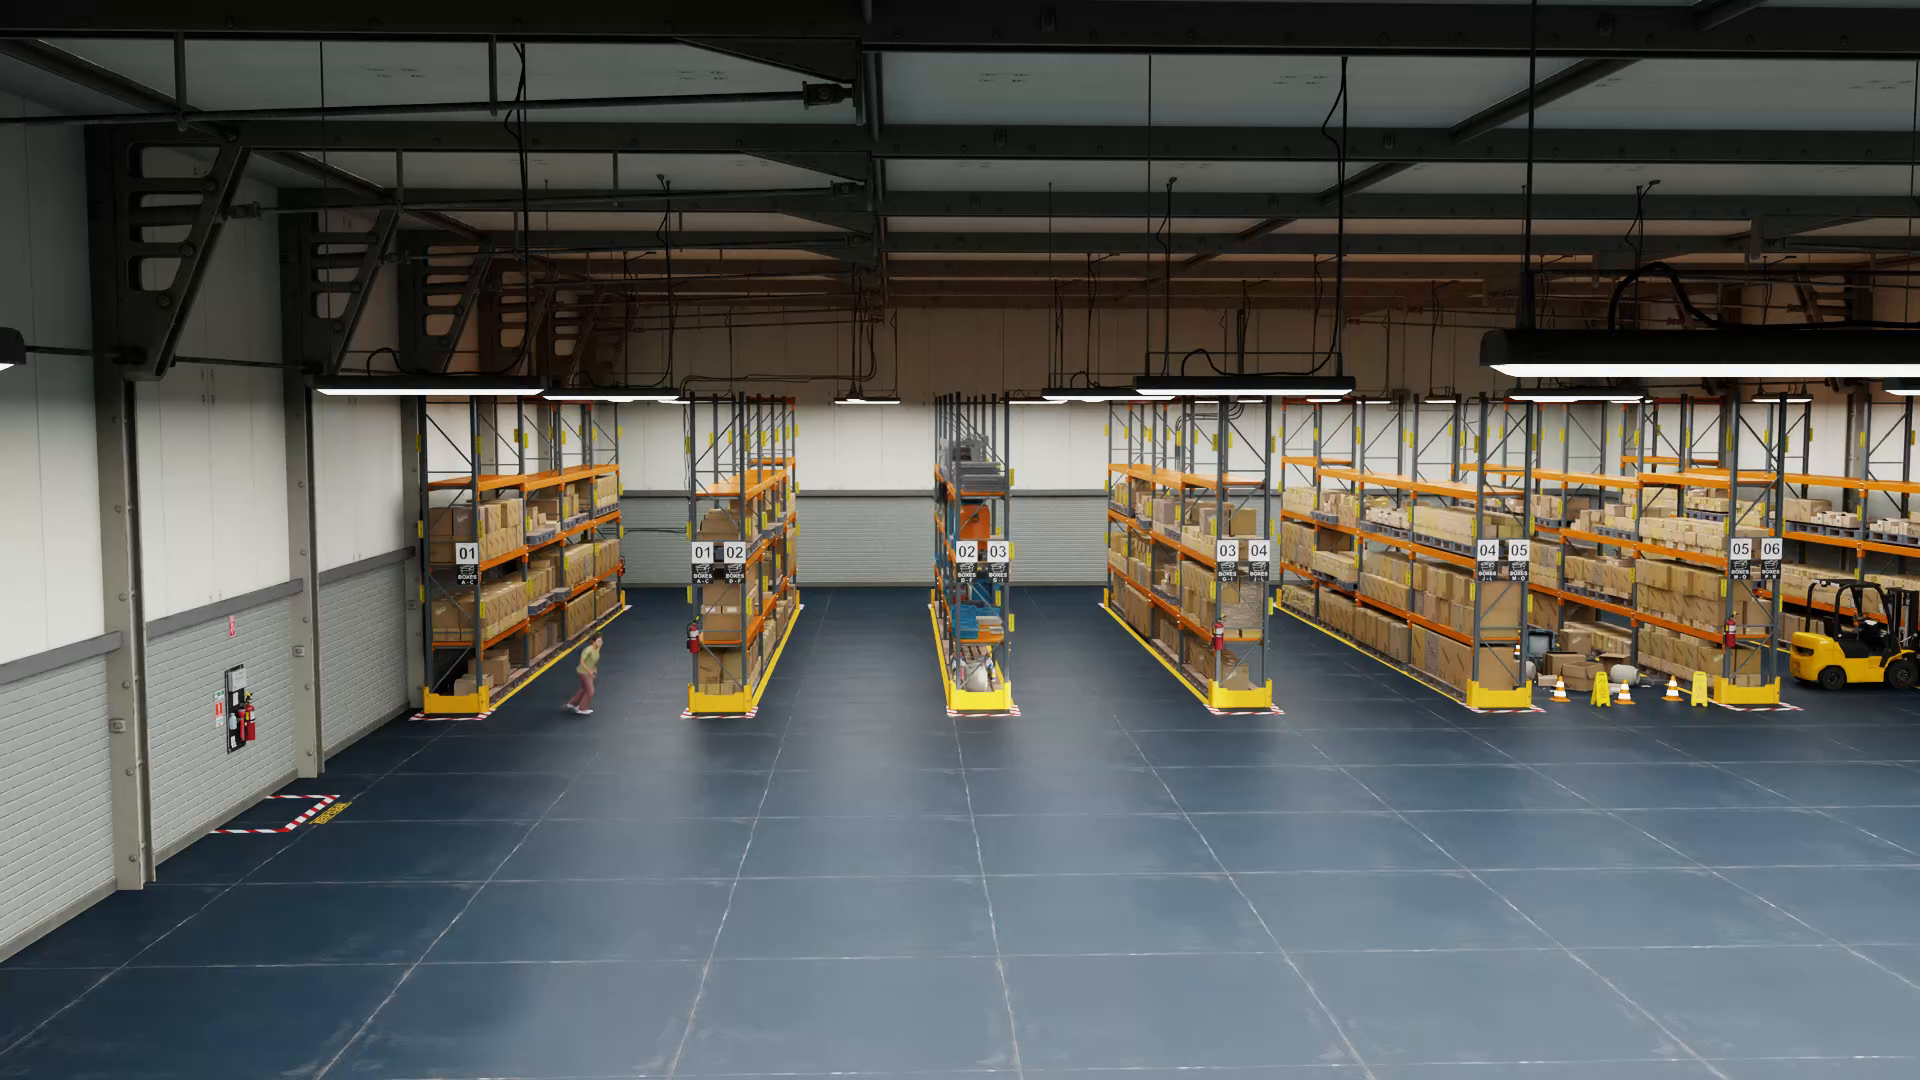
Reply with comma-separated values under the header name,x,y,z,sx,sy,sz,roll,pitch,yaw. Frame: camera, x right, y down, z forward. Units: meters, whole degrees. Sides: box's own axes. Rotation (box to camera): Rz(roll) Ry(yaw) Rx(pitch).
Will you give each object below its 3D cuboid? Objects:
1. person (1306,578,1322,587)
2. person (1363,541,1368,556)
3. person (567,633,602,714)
name,x,y,z,sx,sy,sz,roll,pitch,yaw
person,10.430,1.047,48.711,0.678,1.575,0.525,1,5,15
person,12.235,0.860,50.286,0.854,1.645,0.570,-2,5,-22
person,-7.003,2.492,30.999,0.807,1.504,0.603,1,5,9
